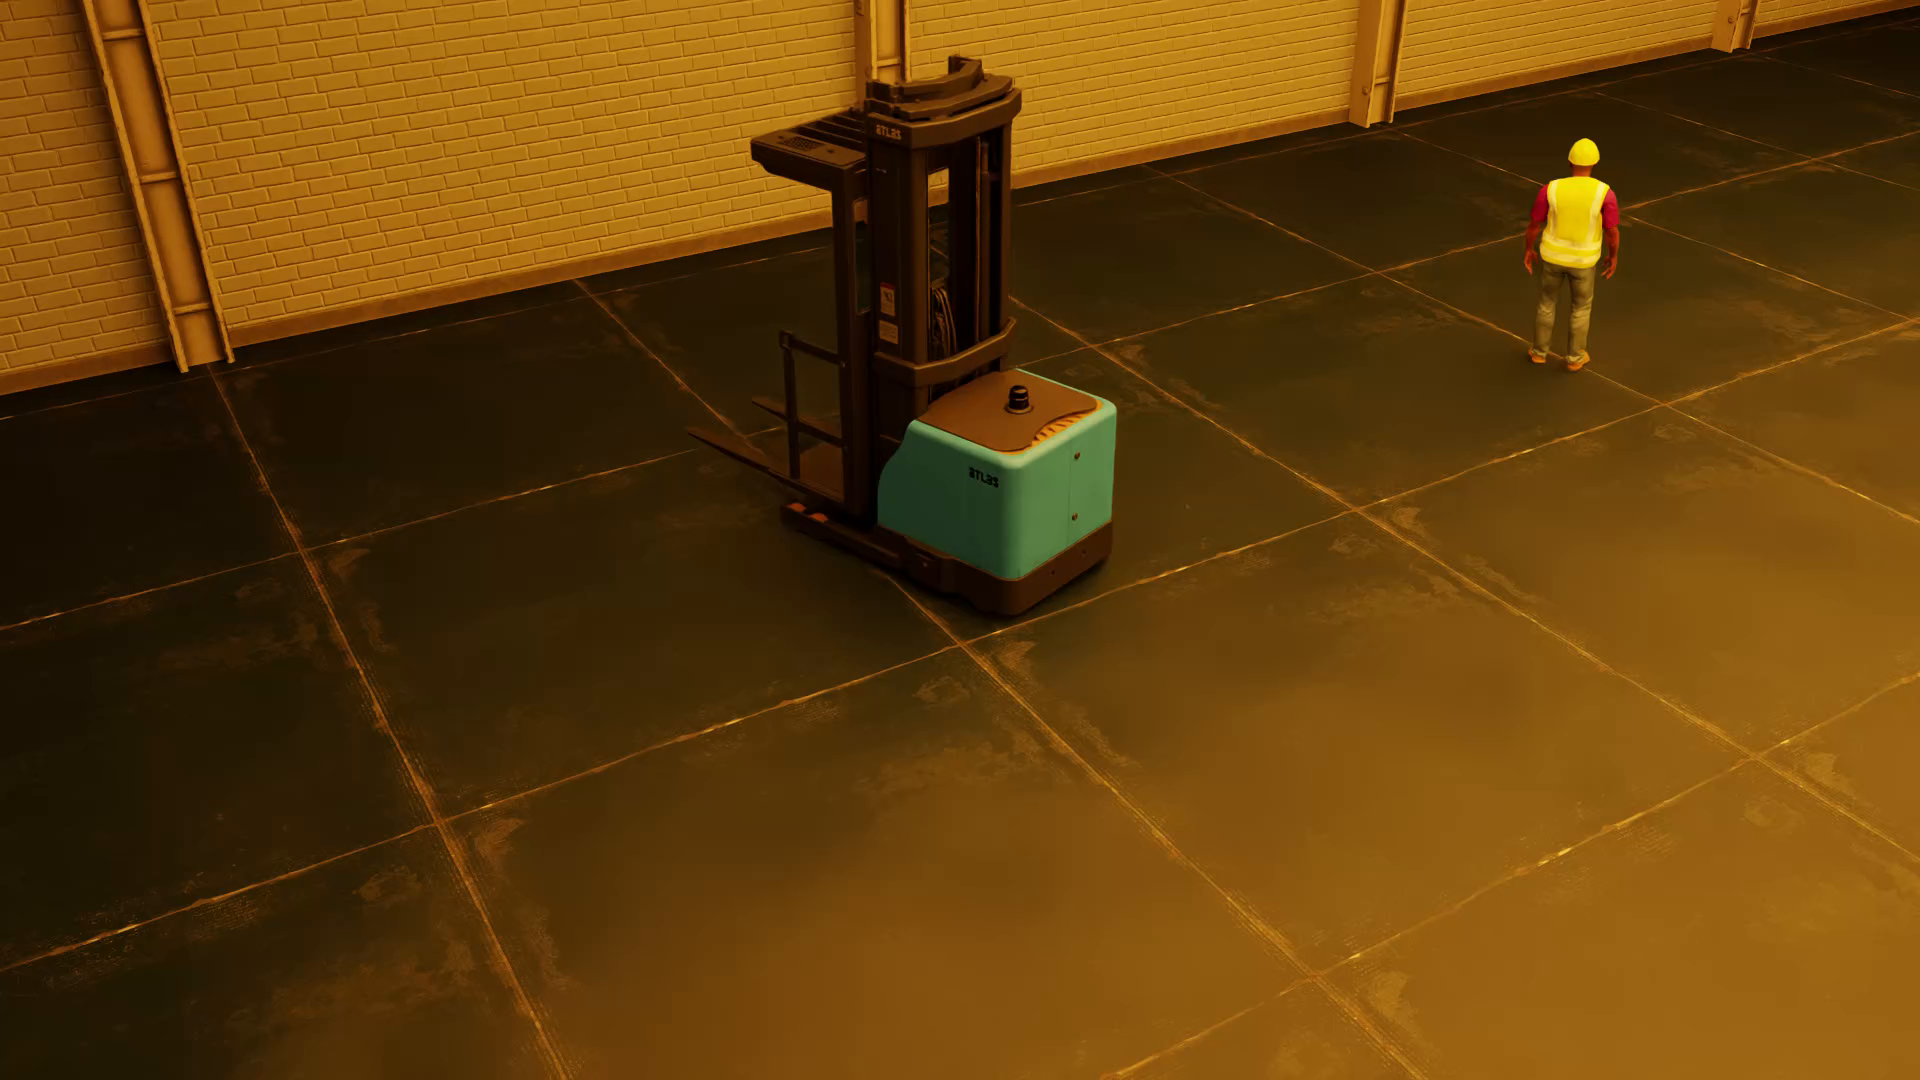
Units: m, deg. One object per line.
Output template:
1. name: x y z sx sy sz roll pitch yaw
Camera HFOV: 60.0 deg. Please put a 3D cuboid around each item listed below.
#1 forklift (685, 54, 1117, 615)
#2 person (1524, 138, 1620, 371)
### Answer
1. forklift: -0.511 -1.446 10.062 3.031 2.935 1.130 24 38 34
2. person: 4.525 -2.113 12.317 0.661 1.777 0.504 15 34 23
